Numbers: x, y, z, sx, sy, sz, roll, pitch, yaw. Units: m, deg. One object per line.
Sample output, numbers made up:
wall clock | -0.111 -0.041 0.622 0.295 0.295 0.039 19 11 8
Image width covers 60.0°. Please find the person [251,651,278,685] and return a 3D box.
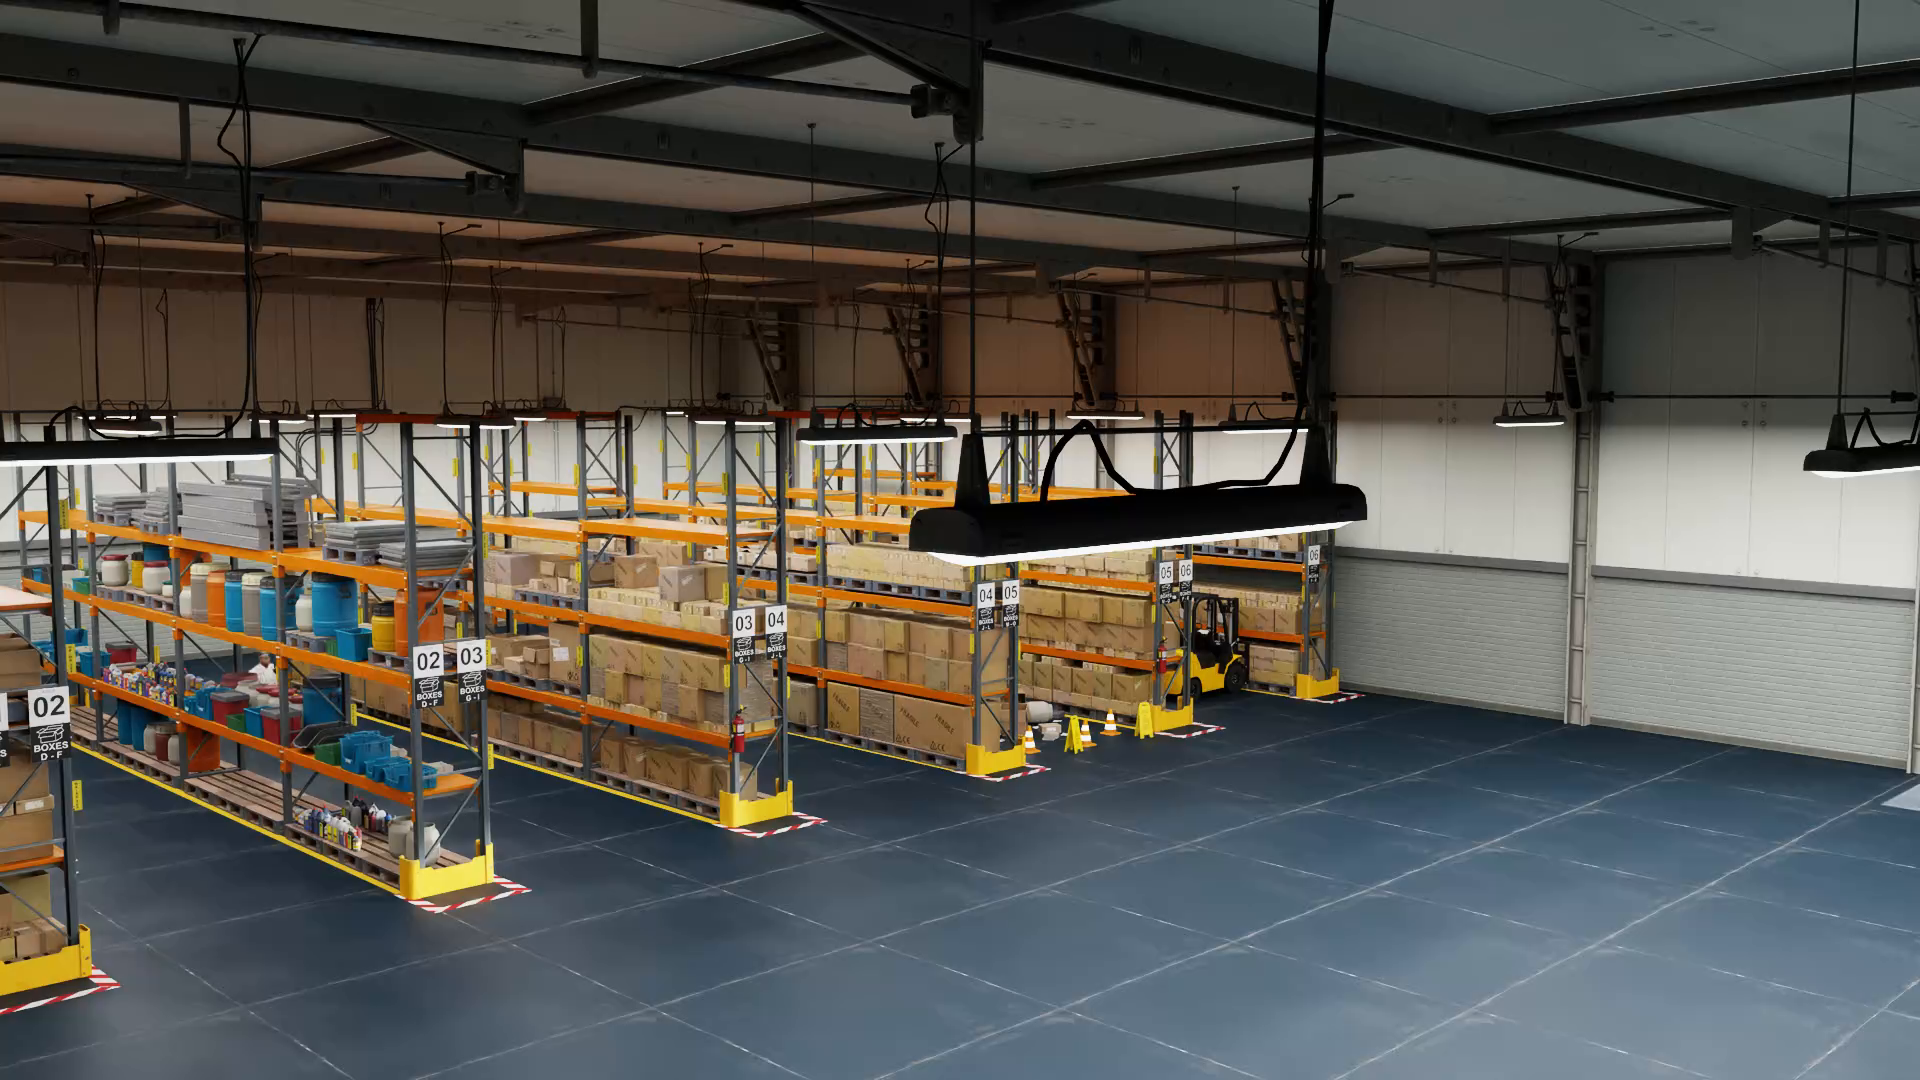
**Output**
person | -12.480 2.868 29.902 0.832 1.812 0.618 4 6 36

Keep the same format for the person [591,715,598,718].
person | -7.363 2.683 32.944 0.541 1.606 0.733 -4 7 -41
